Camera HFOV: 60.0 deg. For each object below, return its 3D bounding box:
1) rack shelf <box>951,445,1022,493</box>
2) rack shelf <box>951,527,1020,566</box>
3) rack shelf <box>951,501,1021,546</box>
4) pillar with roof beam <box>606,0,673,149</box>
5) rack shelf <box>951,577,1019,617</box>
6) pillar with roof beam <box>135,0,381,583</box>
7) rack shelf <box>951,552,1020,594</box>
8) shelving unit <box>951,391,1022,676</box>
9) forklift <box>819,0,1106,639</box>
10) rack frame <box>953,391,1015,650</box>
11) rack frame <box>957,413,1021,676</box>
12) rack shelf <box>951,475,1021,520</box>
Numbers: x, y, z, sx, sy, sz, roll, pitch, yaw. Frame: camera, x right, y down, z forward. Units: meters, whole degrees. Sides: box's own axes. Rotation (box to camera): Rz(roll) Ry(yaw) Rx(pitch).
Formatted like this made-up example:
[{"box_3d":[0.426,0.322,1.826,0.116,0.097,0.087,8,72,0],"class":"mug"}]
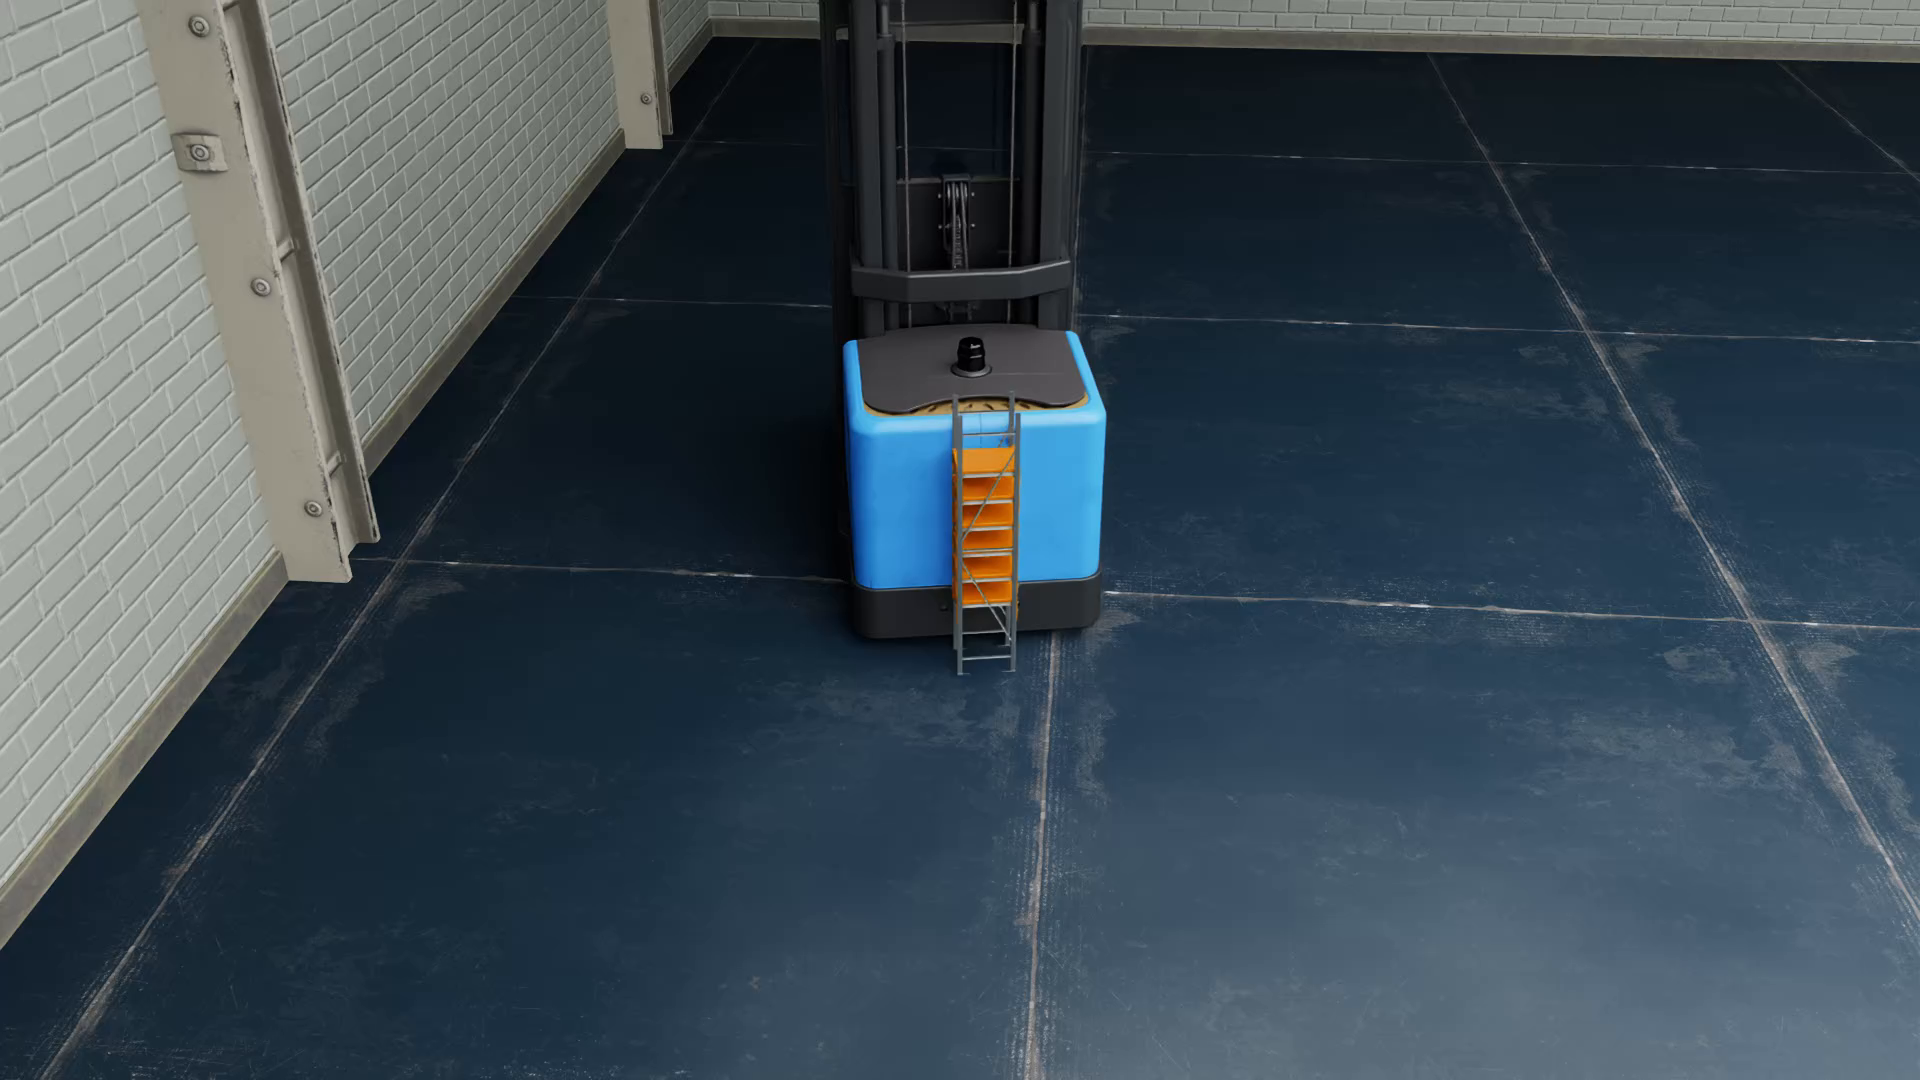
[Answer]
[{"box_3d":[0.100,-0.276,6.452,0.258,0.103,0.180,-3,32,-5],"class":"rack shelf"},{"box_3d":[0.100,0.031,6.641,0.258,0.103,0.180,-3,32,-5],"class":"rack shelf"},{"box_3d":[0.100,-0.071,6.578,0.258,0.103,0.180,-3,32,-5],"class":"rack shelf"},{"box_3d":[1.903,-6.703,10.050,9.100,9.000,0.400,2,32,4],"class":"pillar with roof beam"},{"box_3d":[0.100,0.235,6.767,0.258,0.103,0.180,-3,32,-5],"class":"rack shelf"},{"box_3d":[1.414,-3.566,4.959,9.100,9.000,0.400,2,32,4],"class":"pillar with roof beam"},{"box_3d":[0.100,0.133,6.704,0.258,0.103,0.180,-3,32,-5],"class":"rack shelf"},{"box_3d":[0.100,-0.007,6.618,0.258,1.200,0.189,-3,32,-5],"class":"shelving unit"},{"box_3d":[-0.062,-1.586,7.529,1.130,2.935,3.031,-3,32,-5],"class":"forklift"},{"box_3d":[0.092,-0.055,6.695,0.240,1.200,0.006,-3,32,-5],"class":"rack frame"},{"box_3d":[0.109,0.041,6.540,0.240,1.200,0.006,-3,32,-5],"class":"rack frame"},{"box_3d":[0.100,-0.174,6.515,0.258,0.103,0.180,-3,32,-5],"class":"rack shelf"}]
